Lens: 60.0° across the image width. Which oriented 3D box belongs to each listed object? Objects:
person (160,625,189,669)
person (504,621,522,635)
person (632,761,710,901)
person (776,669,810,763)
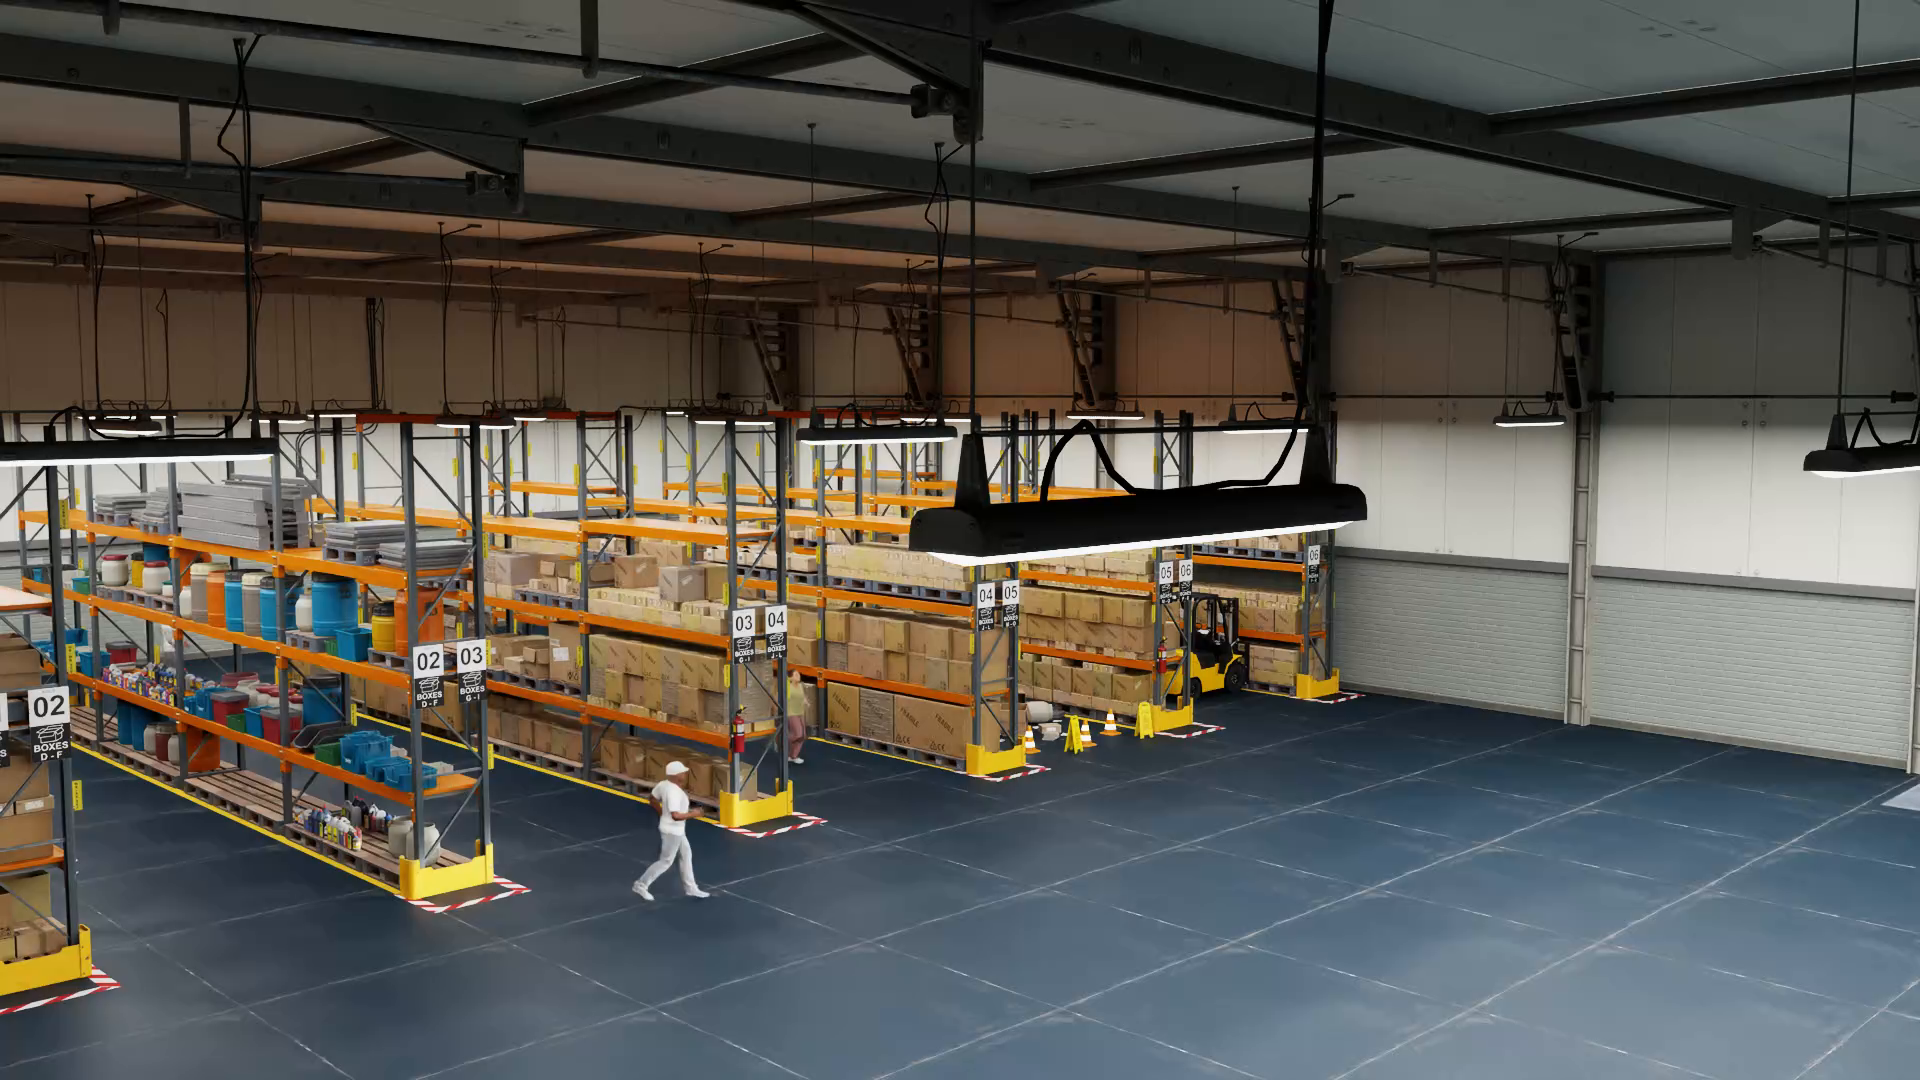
[{"bbox_3d":[-16.894,2.372,35.694,0.603,1.722,0.656,-3,6,-33],"label":"person"},{"bbox_3d":[-10.866,1.979,40.693,0.663,1.694,0.601,-1,5,-9],"label":"person"},{"bbox_3d":[-3.609,3.636,20.717,0.968,1.766,0.665,-1,5,-14],"label":"person"},{"bbox_3d":[-2.868,3.031,28.717,0.558,1.632,0.608,4,6,37],"label":"person"}]
